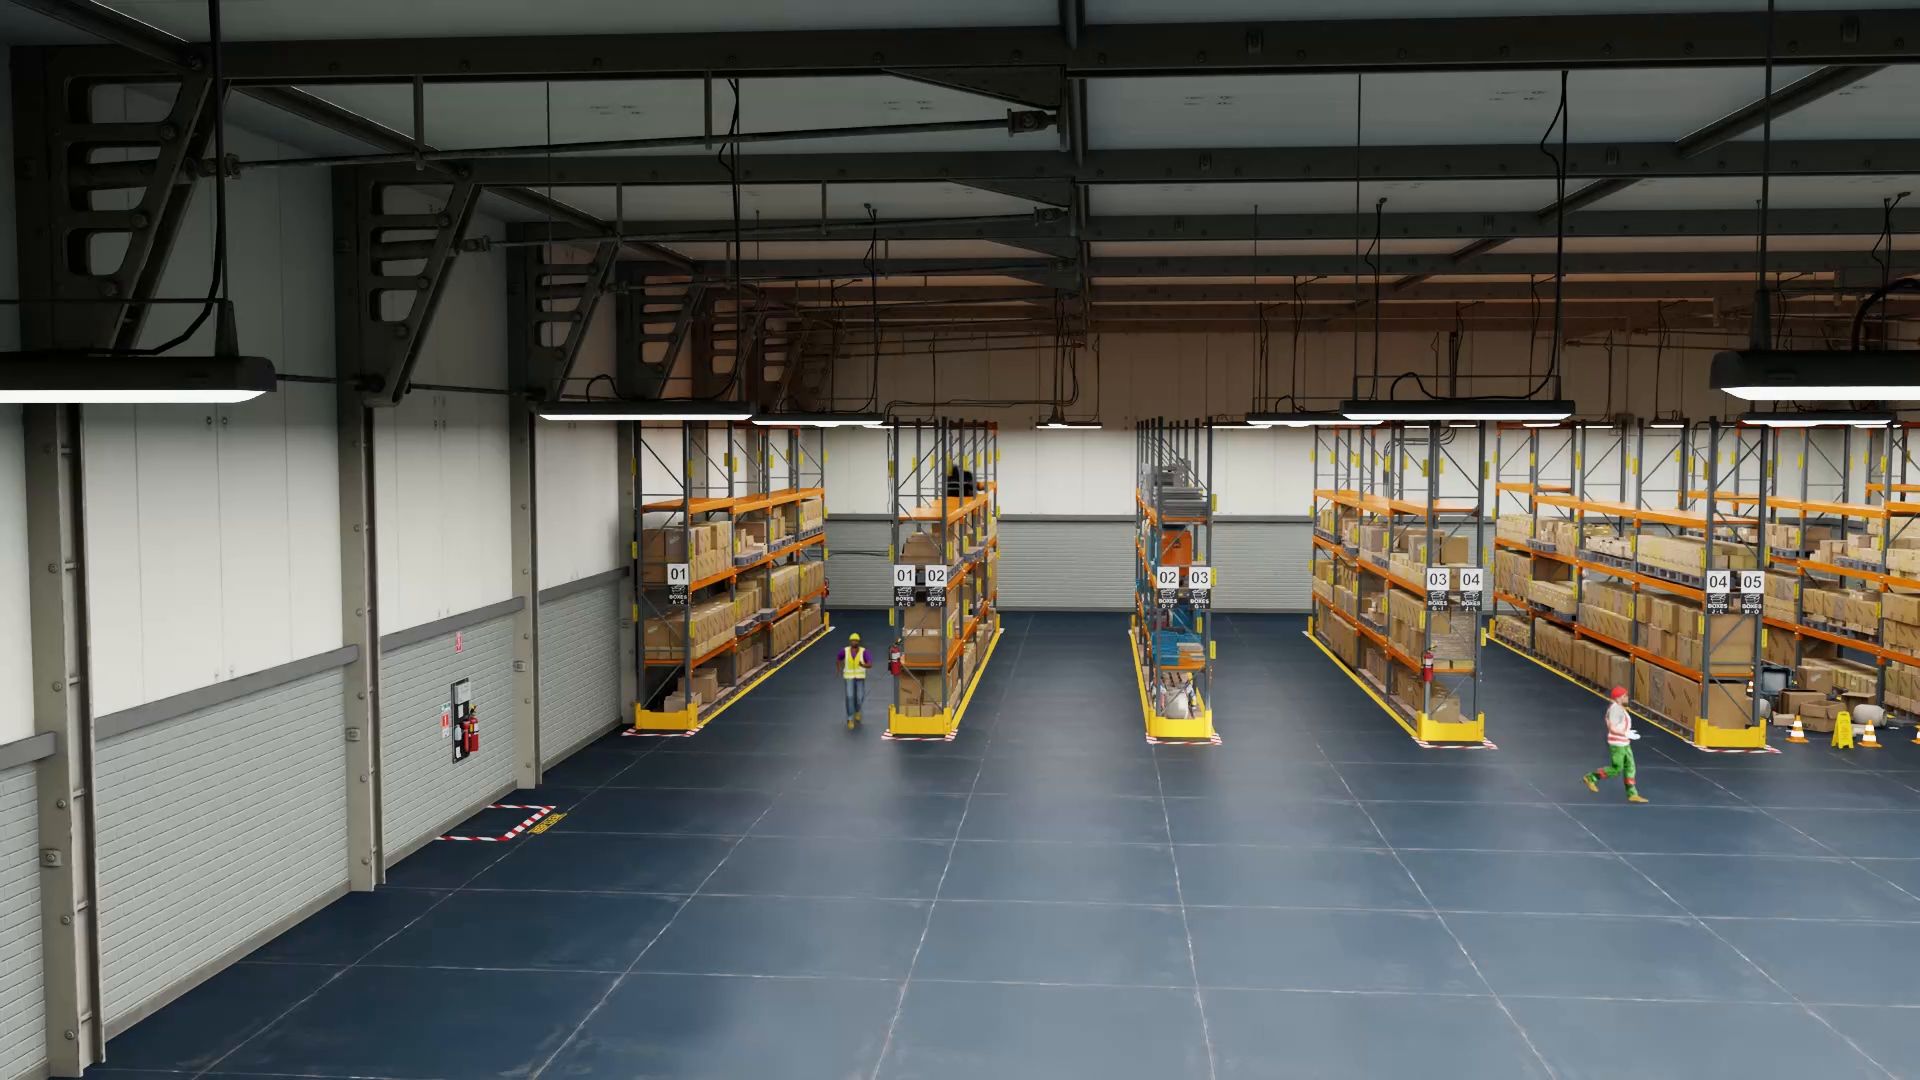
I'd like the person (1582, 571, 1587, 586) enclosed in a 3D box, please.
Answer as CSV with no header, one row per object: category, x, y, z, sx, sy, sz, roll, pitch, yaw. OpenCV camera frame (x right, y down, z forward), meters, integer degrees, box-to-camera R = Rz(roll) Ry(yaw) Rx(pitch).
person,17.756,1.757,47.302,0.924,1.779,0.692,0,4,4

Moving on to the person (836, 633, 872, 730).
person,-2.048,2.713,32.307,0.682,1.801,0.879,0,4,-7

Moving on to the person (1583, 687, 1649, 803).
person,10.153,3.154,25.700,0.959,1.774,0.653,2,4,30
